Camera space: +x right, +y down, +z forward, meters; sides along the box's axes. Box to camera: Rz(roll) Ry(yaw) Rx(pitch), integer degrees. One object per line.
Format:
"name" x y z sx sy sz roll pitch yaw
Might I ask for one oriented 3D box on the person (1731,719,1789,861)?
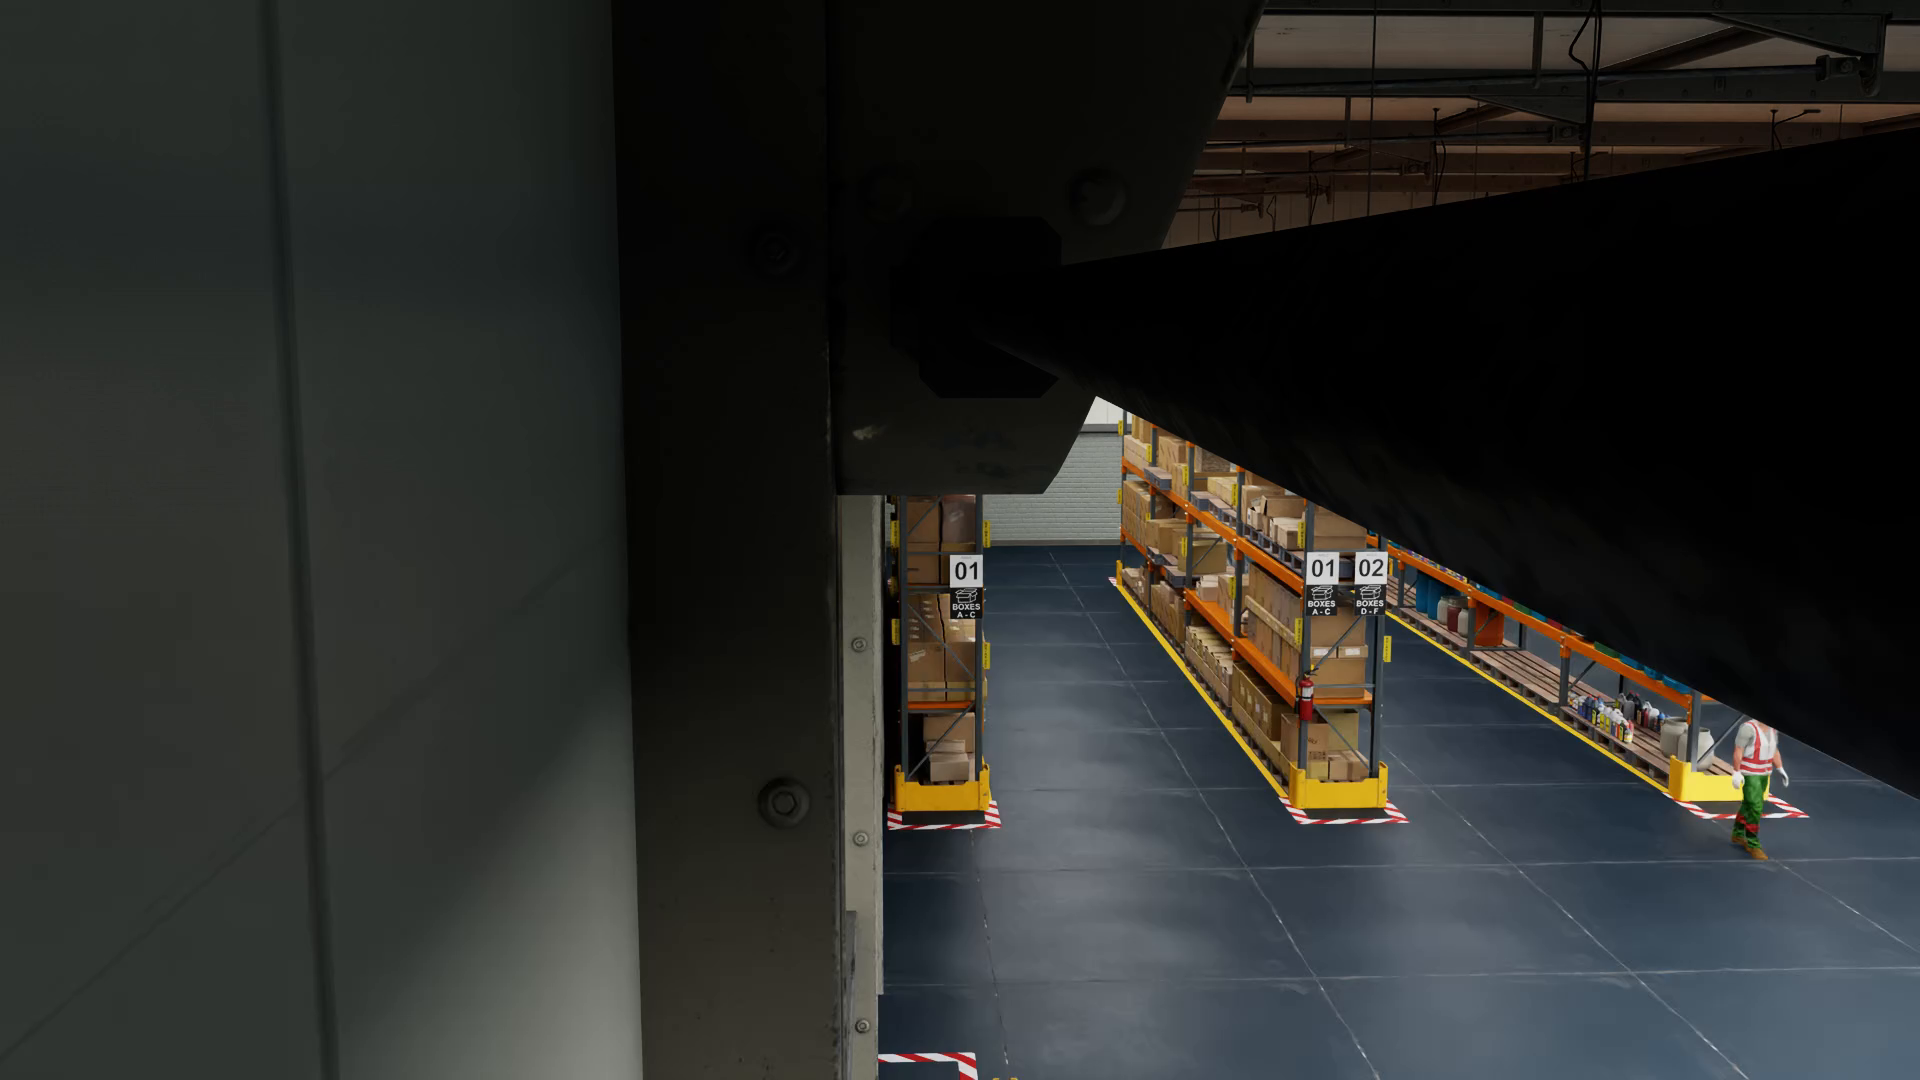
"person" 9.069 2.687 18.908 0.593 1.823 0.594 -5 10 -28

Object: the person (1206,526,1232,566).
"person" 5.676 -0.067 37.450 1.004 1.723 0.538 0 8 3
